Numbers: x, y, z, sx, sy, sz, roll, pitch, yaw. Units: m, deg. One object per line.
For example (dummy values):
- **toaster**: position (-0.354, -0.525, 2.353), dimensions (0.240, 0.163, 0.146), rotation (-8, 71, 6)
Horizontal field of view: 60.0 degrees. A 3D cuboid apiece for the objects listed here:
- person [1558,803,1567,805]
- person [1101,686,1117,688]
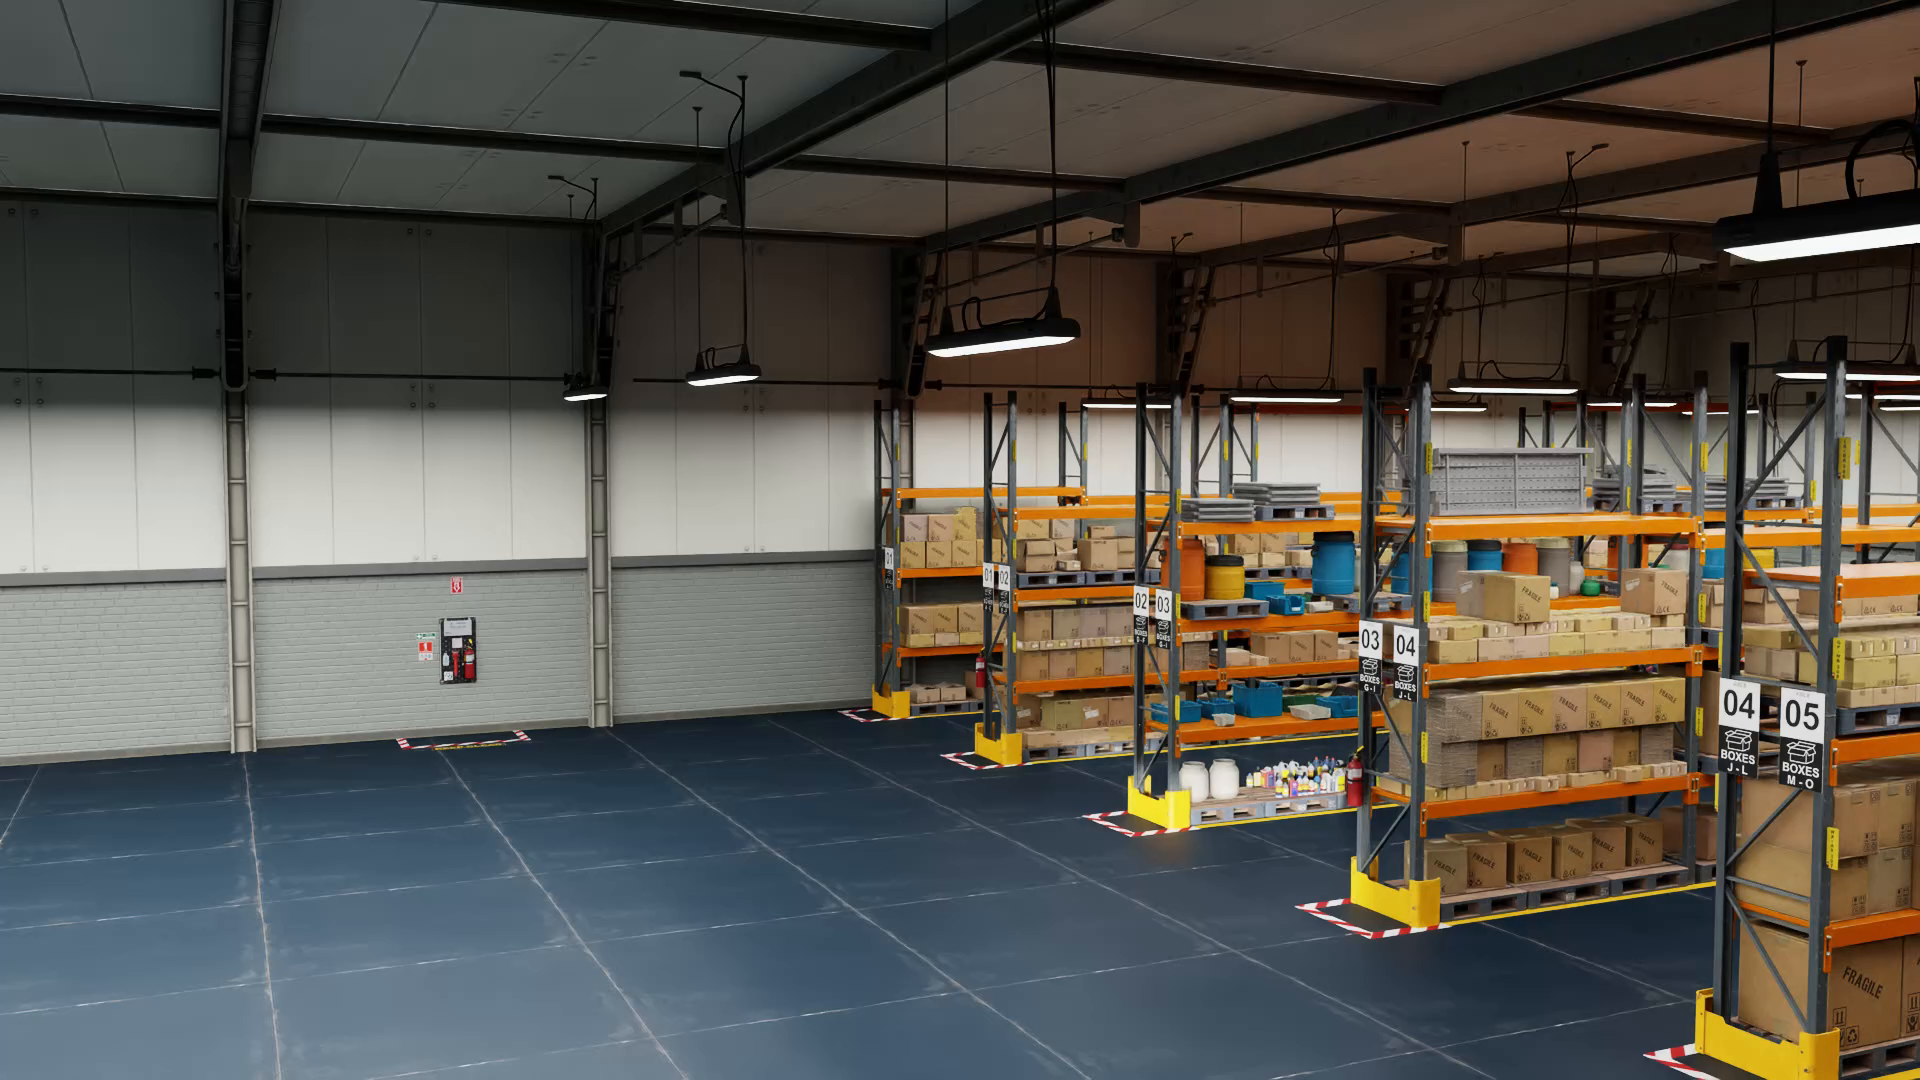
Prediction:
- **person**: position (8.836, 2.958, 23.901), dimensions (1.053, 1.601, 0.582), rotation (-2, 4, -26)
- **person**: position (2.819, 2.542, 30.713), dimensions (0.682, 1.668, 0.746), rotation (-1, 3, -12)
